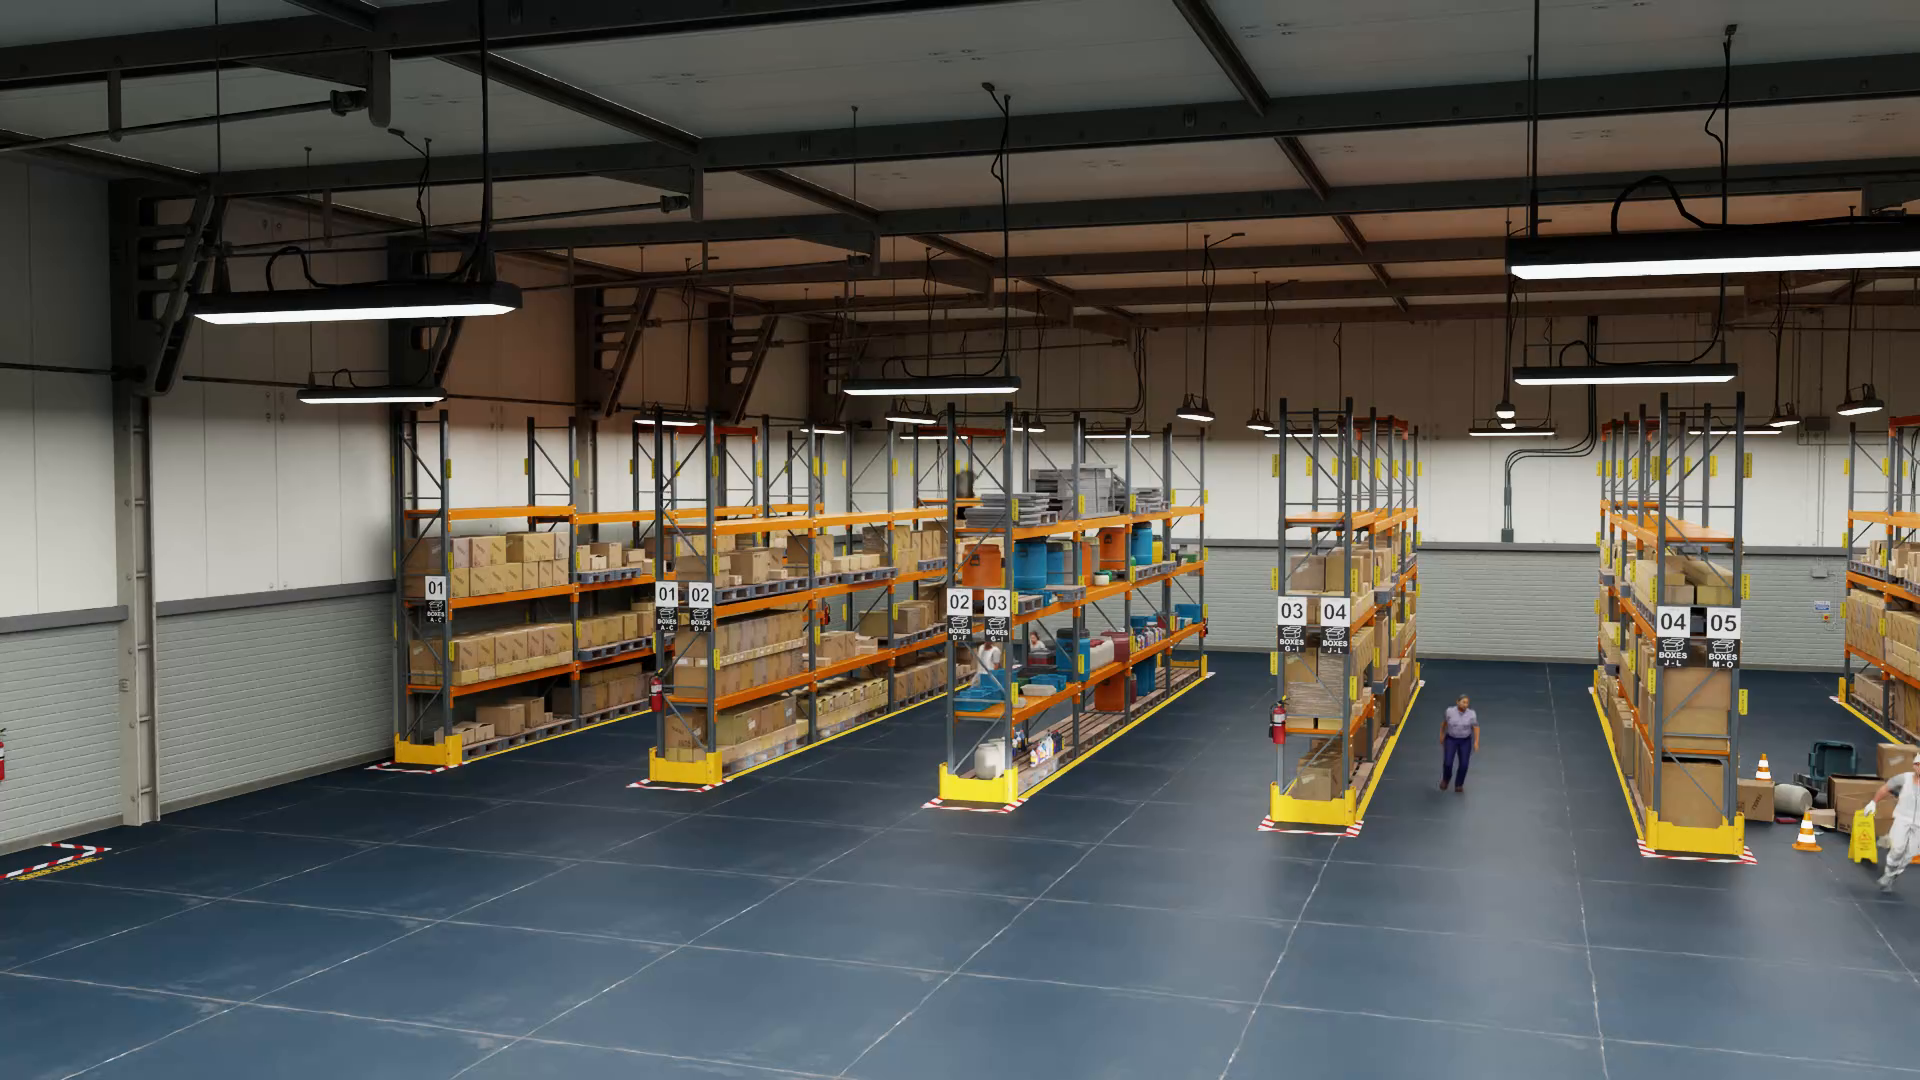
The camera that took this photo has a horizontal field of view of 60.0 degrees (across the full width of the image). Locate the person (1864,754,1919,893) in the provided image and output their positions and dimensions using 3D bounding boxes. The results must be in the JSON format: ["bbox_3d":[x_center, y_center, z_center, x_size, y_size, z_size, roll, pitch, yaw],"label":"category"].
[{"bbox_3d":[11.136,3.330,19.489,0.844,1.691,0.717,1,3,17],"label":"person"}]

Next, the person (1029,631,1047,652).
[{"bbox_3d":[1.742,2.684,36.006,0.577,1.513,1.029,1,3,31],"label":"person"}]

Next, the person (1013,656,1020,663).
[{"bbox_3d":[1.120,2.320,42.744,0.852,1.668,0.659,1,3,24],"label":"person"}]

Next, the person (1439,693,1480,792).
[{"bbox_3d":[7.677,3.113,25.540,0.573,1.562,0.649,0,2,9],"label":"person"}]

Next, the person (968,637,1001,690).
[{"bbox_3d":[0.474,2.701,33.242,0.781,1.741,0.523,2,3,40],"label":"person"}]
